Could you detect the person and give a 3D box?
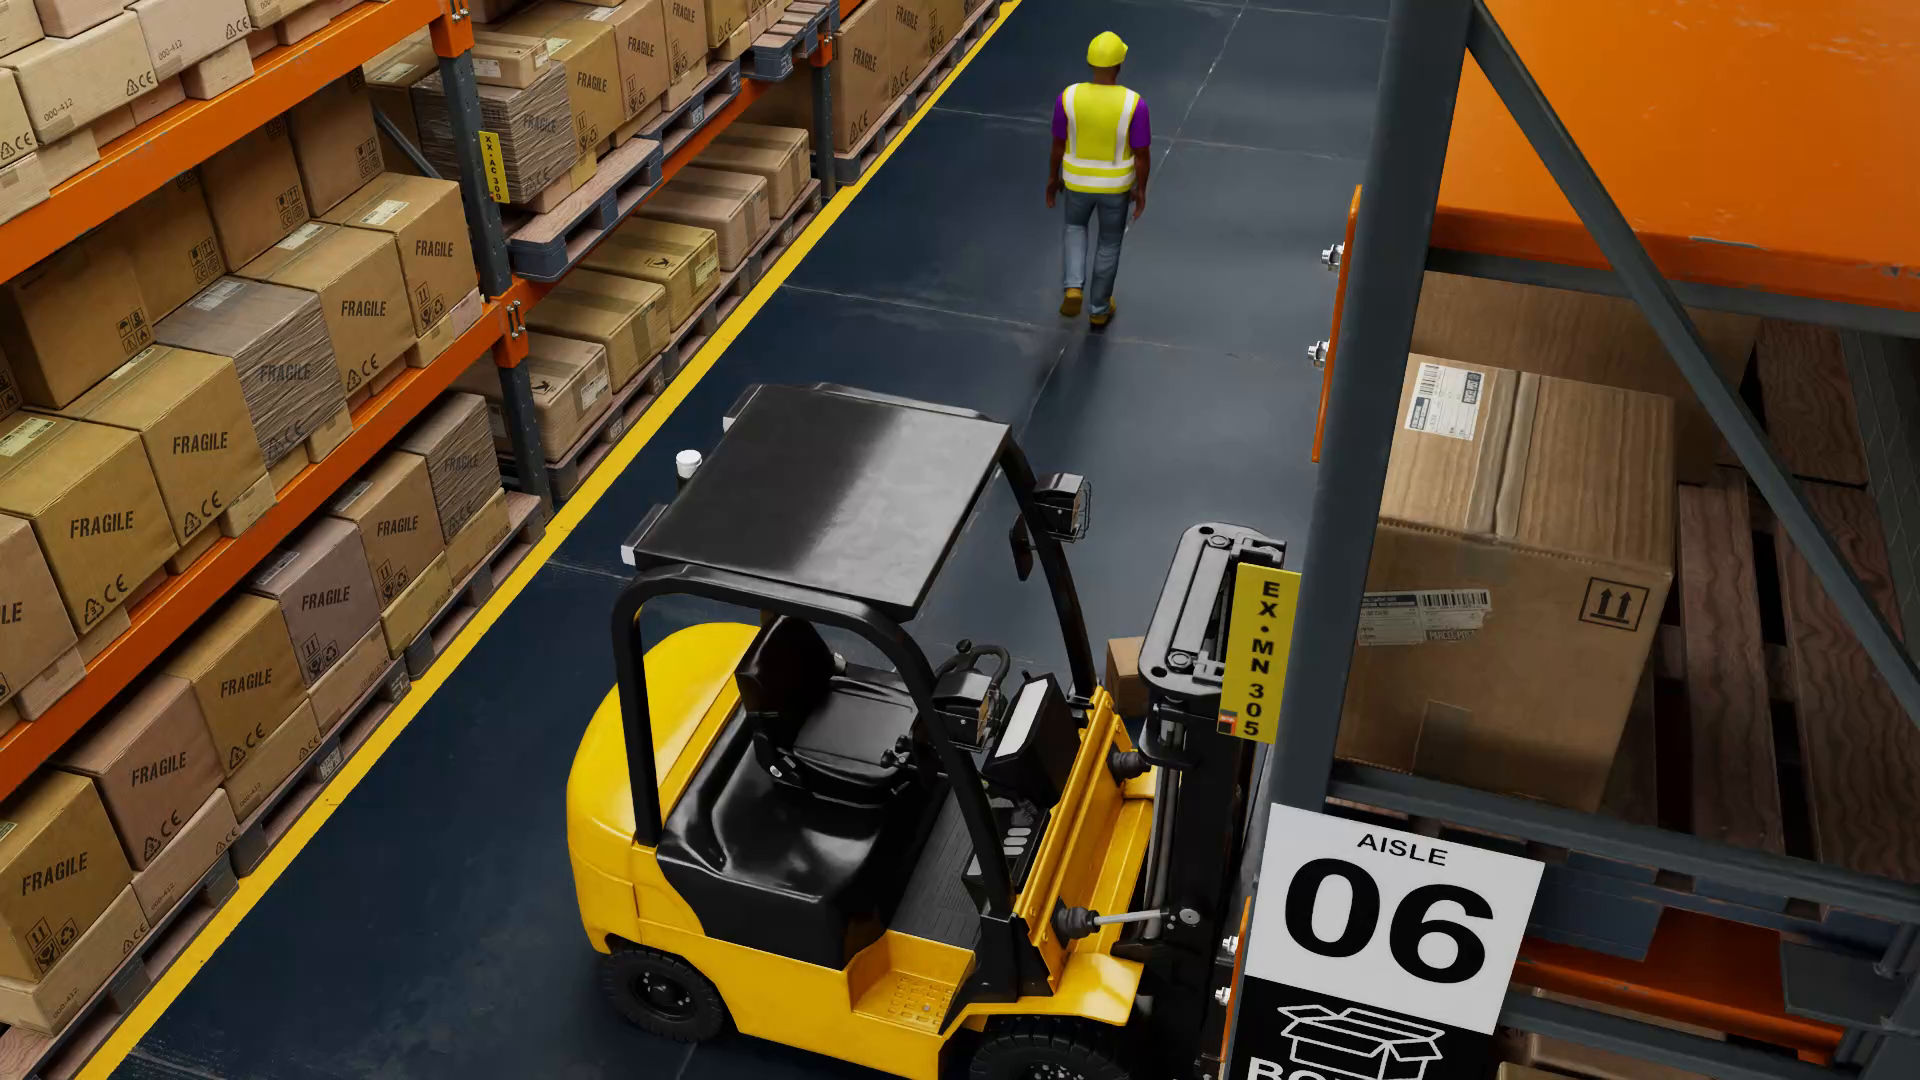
[{"bbox_3d":[0.795,-2.066,9.580,0.602,1.756,0.483,9,38,12],"label":"person"}]
